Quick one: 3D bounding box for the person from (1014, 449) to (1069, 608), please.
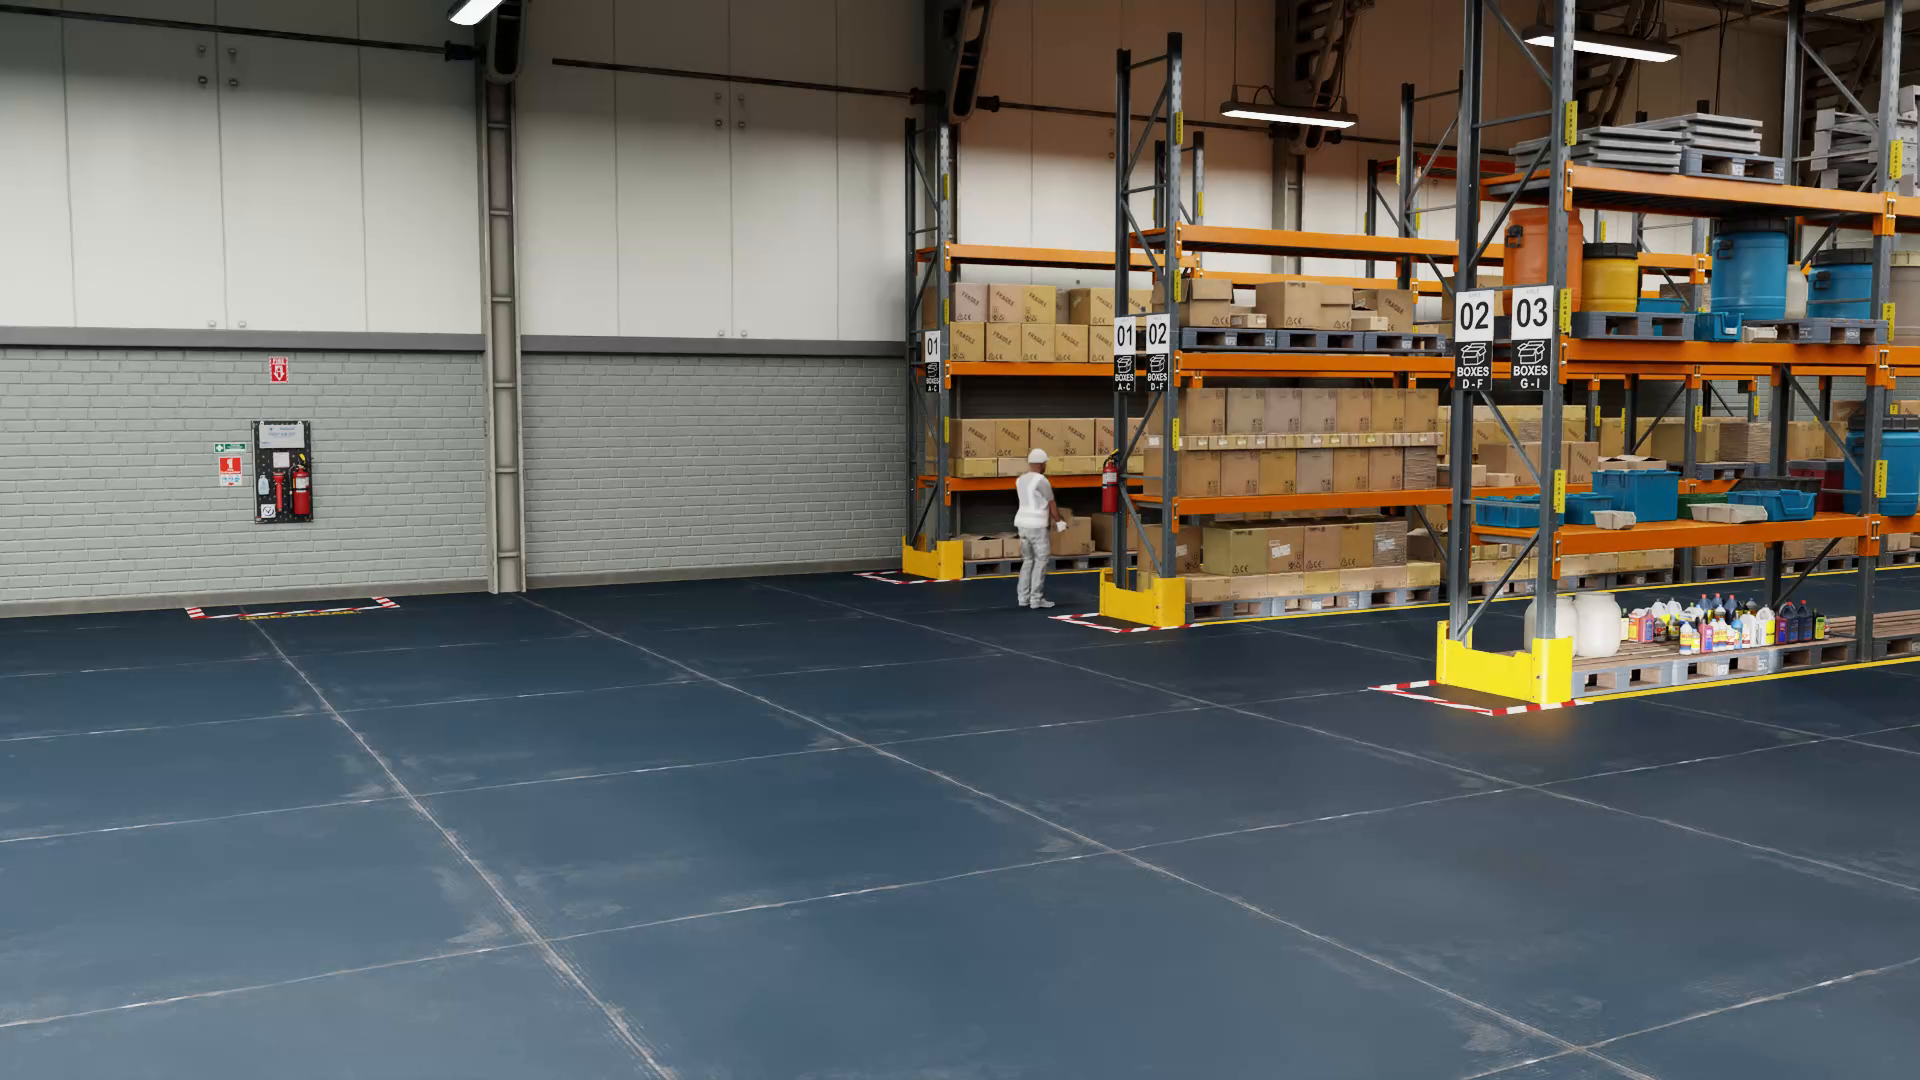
[{"bbox_3d":[0.905,-0.140,18.726,0.581,1.777,0.492,-3,6,-30],"label":"person"}]
